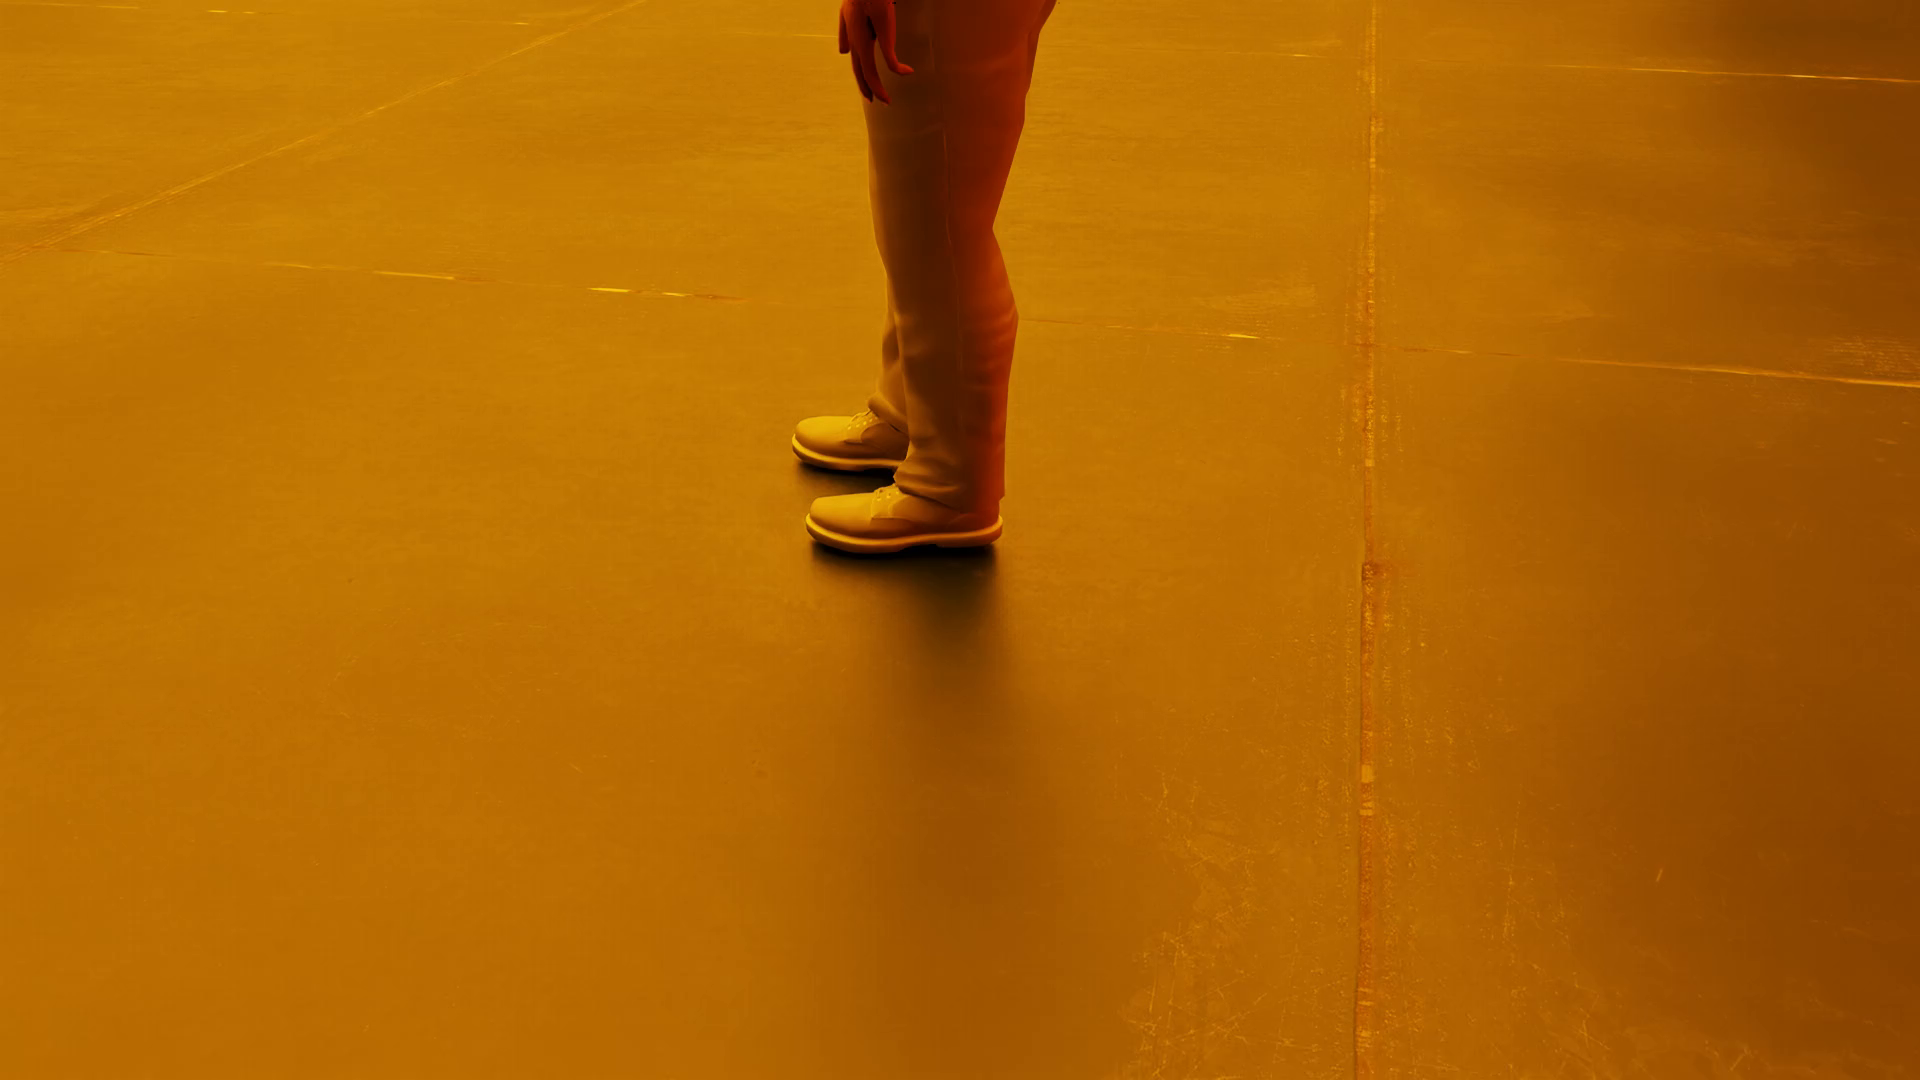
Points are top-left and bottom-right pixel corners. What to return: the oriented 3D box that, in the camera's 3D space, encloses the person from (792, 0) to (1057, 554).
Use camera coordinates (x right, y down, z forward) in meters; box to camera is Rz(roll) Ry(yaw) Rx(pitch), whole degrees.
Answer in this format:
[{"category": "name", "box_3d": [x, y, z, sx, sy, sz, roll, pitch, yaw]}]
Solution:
[{"category": "person", "box_3d": [-0.069, -0.779, 2.147, 0.528, 1.697, 0.570, 6, 27, 11]}]
